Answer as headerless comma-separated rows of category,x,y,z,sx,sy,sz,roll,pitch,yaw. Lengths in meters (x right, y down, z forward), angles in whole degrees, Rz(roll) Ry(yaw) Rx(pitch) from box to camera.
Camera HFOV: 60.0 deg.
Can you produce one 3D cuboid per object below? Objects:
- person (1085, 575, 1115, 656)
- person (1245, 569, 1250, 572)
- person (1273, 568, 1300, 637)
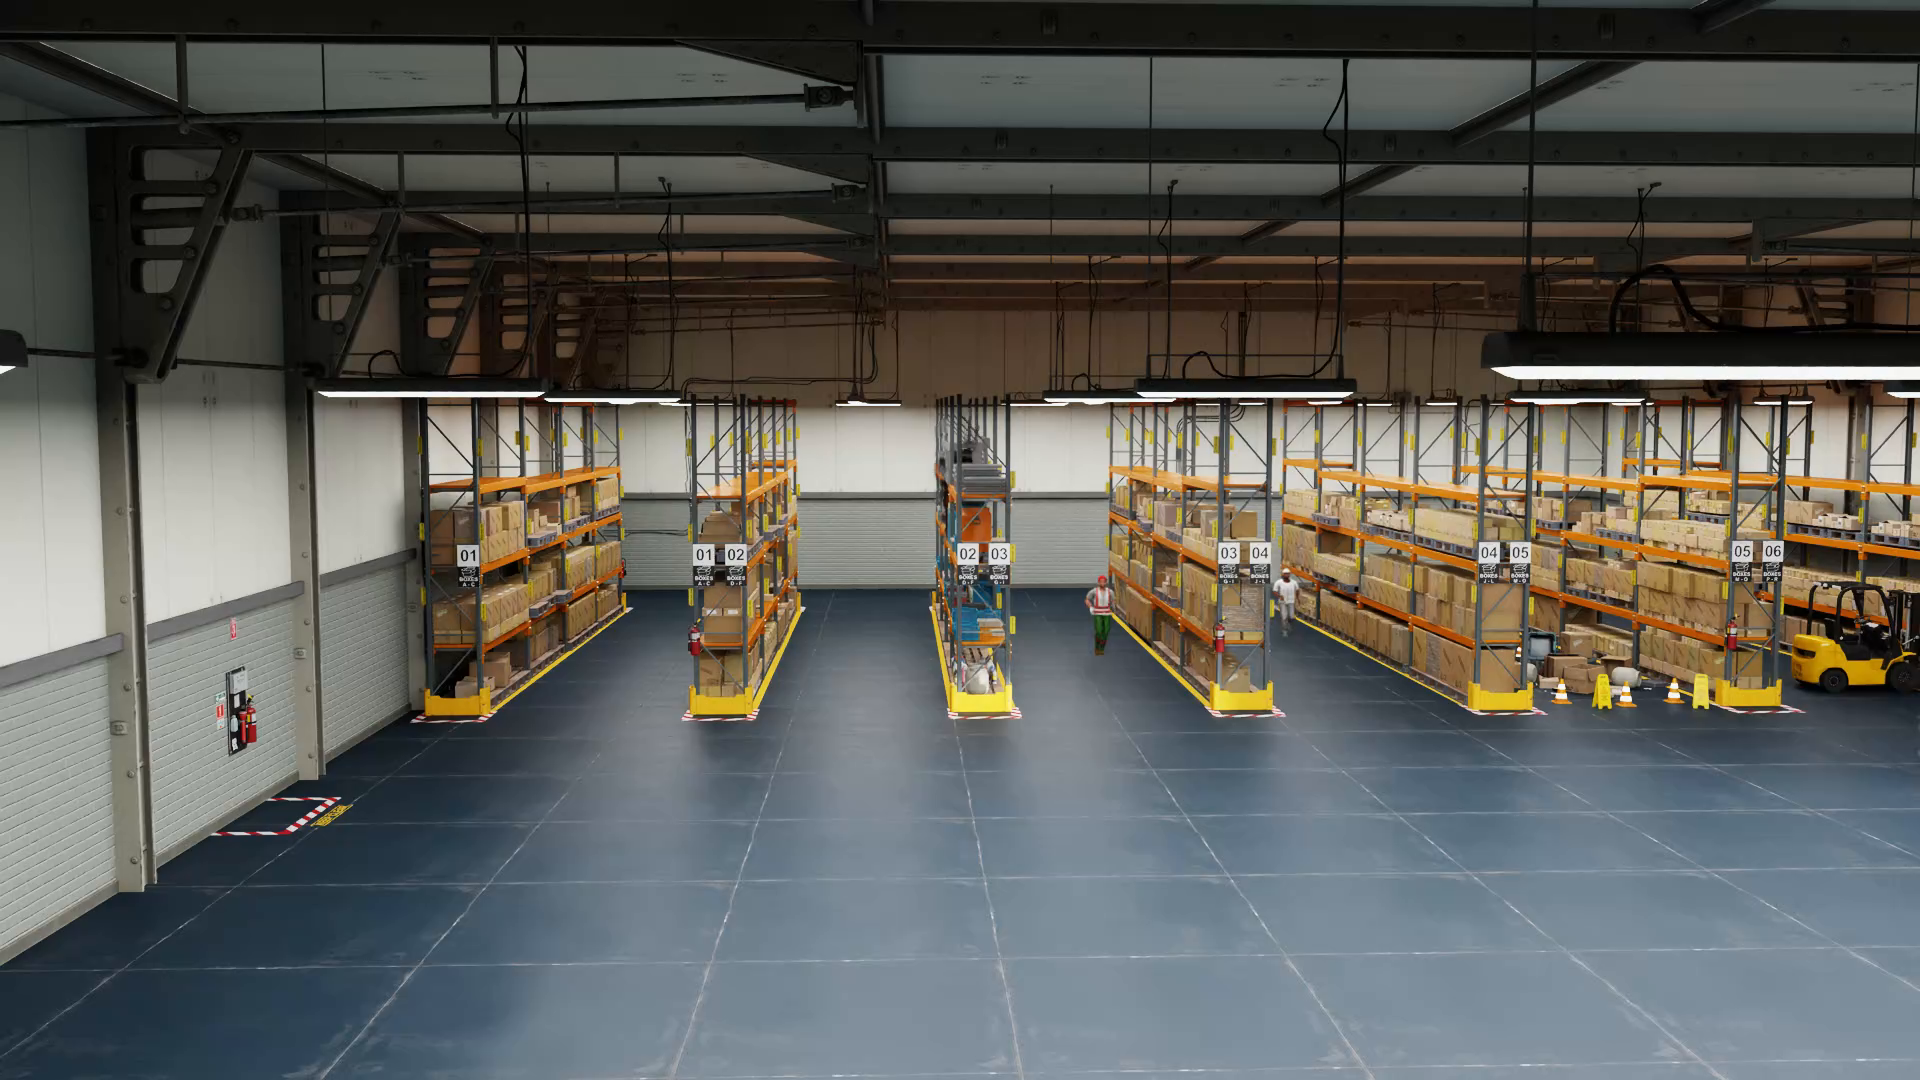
person,3.138,1.679,36.625,0.643,1.791,0.584,-1,5,-10
person,7.946,1.268,46.231,0.686,1.656,0.827,1,5,9
person,8.217,1.575,41.805,0.698,1.723,0.579,0,4,2
